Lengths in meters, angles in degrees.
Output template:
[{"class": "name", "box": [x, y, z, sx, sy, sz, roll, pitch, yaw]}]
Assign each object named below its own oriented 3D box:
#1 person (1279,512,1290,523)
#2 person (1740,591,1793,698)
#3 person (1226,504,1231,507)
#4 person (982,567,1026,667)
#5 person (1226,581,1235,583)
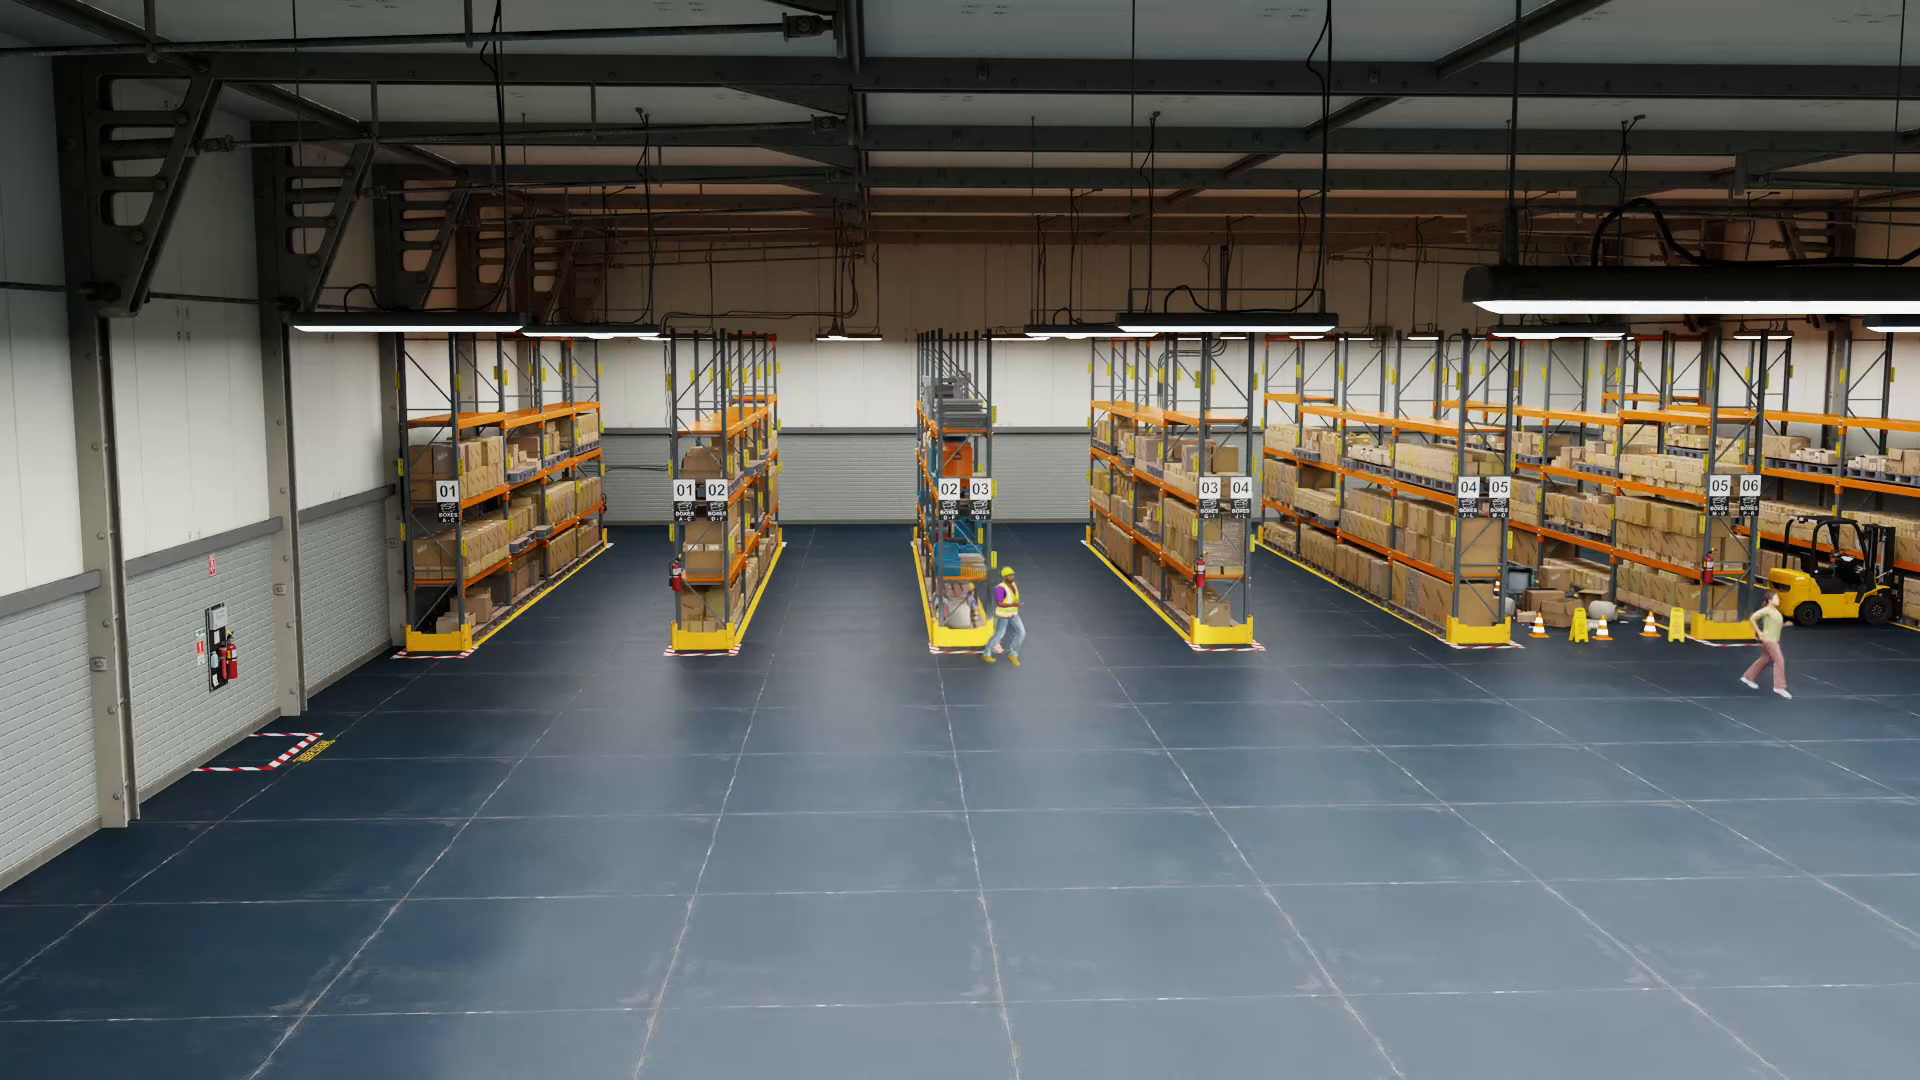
[{"class": "person", "box": [9.596, -0.881, 49.005, 0.536, 1.666, 0.706, 4, 8, 27]}, {"class": "person", "box": [13.227, 1.684, 27.186, 0.854, 1.704, 0.555, 6, 9, 42]}, {"class": "person", "box": [7.732, -0.777, 48.626, 0.794, 1.563, 0.593, 5, 8, 37]}, {"class": "person", "box": [0.831, 1.368, 29.603, 0.884, 1.795, 0.711, 6, 9, 40]}, {"class": "person", "box": [6.467, 0.181, 39.688, 0.700, 1.725, 0.571, 0, 7, -4]}]
